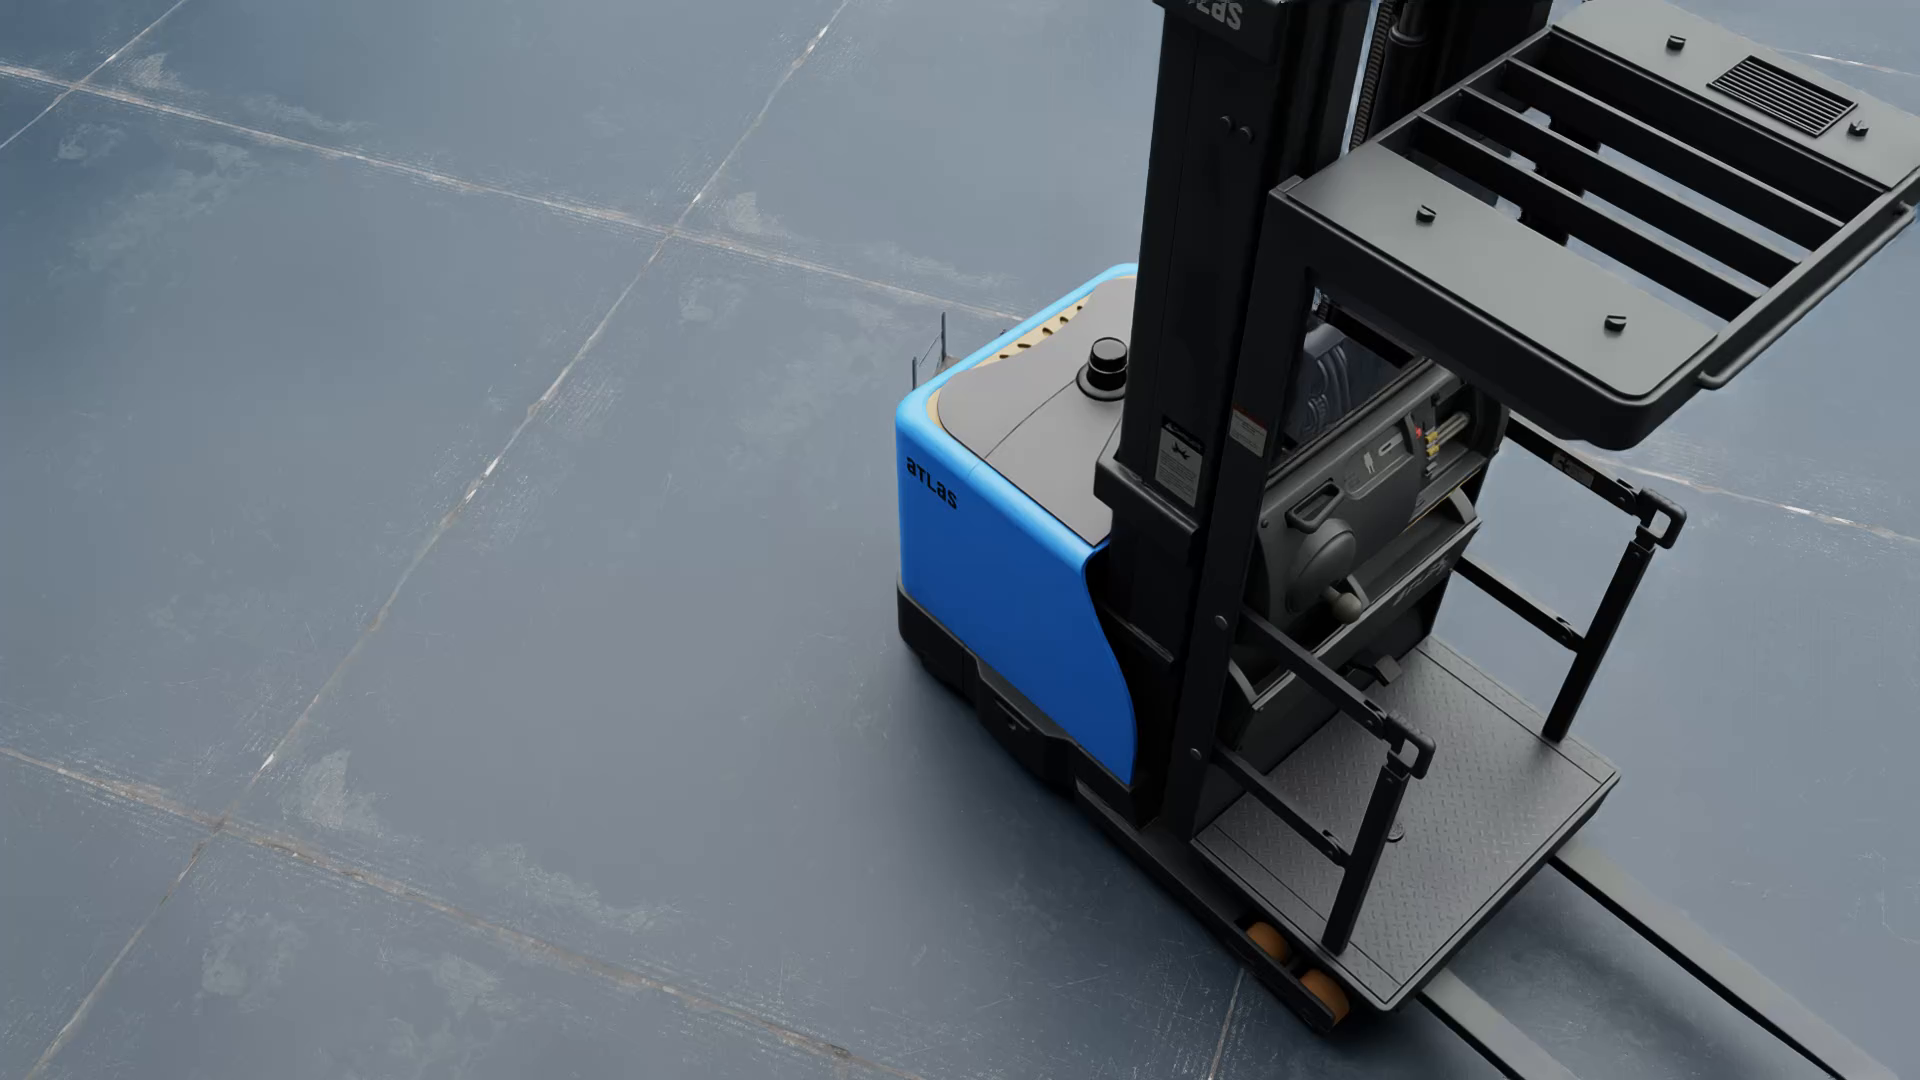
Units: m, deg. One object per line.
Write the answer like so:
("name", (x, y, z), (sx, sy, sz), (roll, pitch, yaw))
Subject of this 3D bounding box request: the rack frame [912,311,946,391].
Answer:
("rack frame", (-0.095, -0.335, 5.445), (0.006, 0.900, 0.240), (18, 52, 15))

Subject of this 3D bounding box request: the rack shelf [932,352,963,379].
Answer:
("rack shelf", (-0.002, -0.459, 5.239), (0.200, 0.077, 0.258), (18, 52, 15))

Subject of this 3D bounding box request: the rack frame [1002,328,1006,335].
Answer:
("rack frame", (0.092, -0.274, 5.392), (0.006, 0.900, 0.240), (18, 52, 15))

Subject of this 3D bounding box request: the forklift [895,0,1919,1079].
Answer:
("forklift", (1.164, -0.061, 3.863), (1.130, 2.935, 3.031), (-35, 57, -26))

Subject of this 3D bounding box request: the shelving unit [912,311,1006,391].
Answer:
("shelving unit", (-0.002, -0.304, 5.418), (0.210, 0.900, 0.258), (18, 52, 15))
